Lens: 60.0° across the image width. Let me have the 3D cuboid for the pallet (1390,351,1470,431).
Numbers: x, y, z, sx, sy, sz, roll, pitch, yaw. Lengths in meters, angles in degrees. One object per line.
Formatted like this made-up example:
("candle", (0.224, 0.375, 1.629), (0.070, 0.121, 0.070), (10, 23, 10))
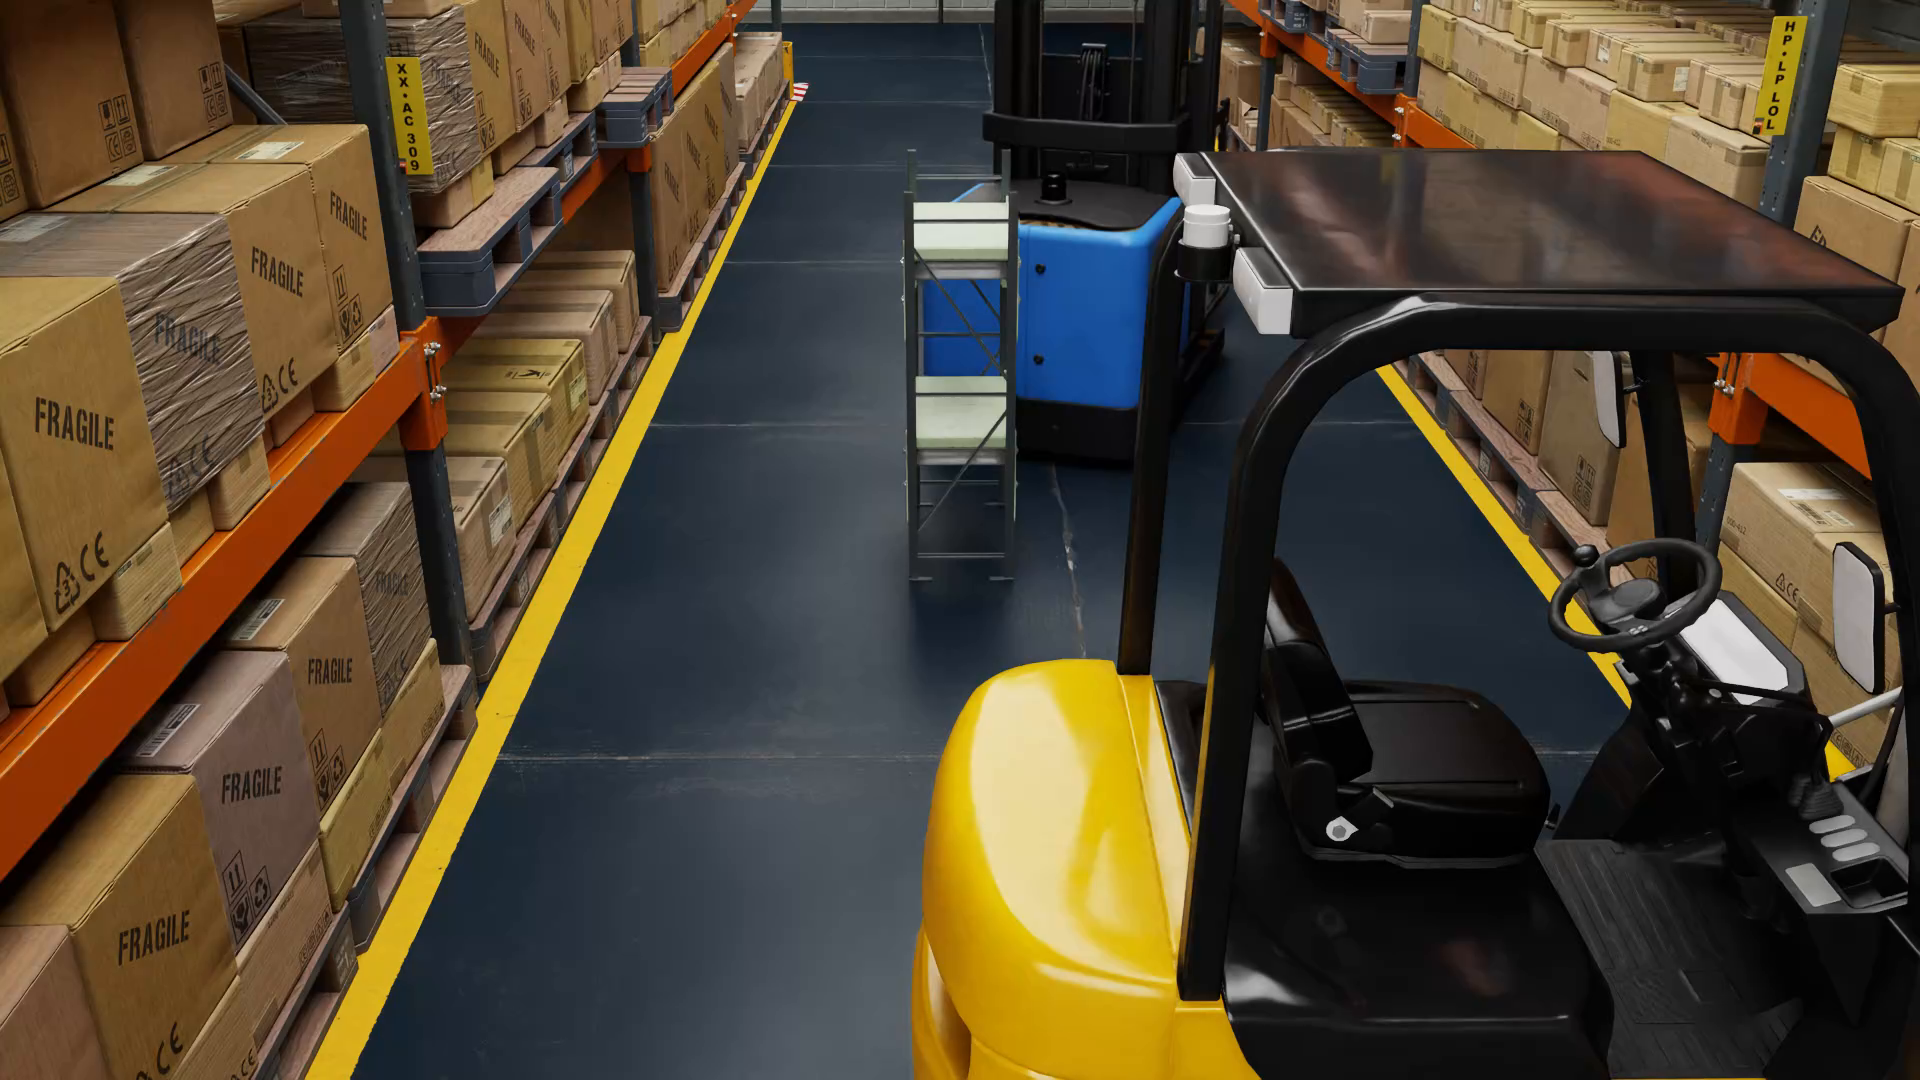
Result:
("pallet", (2.785, -0.862, 8.399), (1.003, 0.211, 1.213), (0, 24, -1))

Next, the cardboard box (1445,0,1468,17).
("cardboard box", (2.528, -2.570, 7.884), (0.380, 0.149, 0.250), (0, 24, 1))

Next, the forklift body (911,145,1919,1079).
("forklift body", (1.057, 0.438, 3.170), (2.313, 2.155, 1.214), (0, 24, -1))

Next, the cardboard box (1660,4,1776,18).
("cardboard box", (3.161, -2.154, 6.964), (0.380, 0.149, 0.250), (-1, 24, -1))

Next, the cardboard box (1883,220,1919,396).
("cardboard box", (2.624, -0.470, 4.028), (0.500, 0.500, 0.500), (0, 24, 0))

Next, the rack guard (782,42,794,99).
("rack guard", (-2.236, -4.615, 16.348), (1.175, 0.500, 0.348), (0, 24, -1))

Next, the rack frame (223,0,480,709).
("rack frame", (-2.105, -0.799, 4.878), (1.000, 3.000, 0.127), (0, 24, -1))

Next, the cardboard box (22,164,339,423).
("cardboard box", (-1.839, -0.586, 3.924), (0.500, 0.500, 0.500), (1, 24, 1))

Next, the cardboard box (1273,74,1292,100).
("cardboard box", (2.509, -3.319, 12.185), (0.380, 0.149, 0.250), (1, 24, 2))

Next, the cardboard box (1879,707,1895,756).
("cardboard box", (2.556, 0.626, 3.947), (0.500, 0.250, 0.500), (0, 24, -1))

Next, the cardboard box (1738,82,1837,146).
("cardboard box", (2.633, -1.304, 5.085), (0.380, 0.149, 0.250), (1, 24, 1))

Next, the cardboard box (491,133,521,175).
("cardboard box", (-1.829, -1.431, 6.069), (0.380, 0.149, 0.250), (0, 24, 0))

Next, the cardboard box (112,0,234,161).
("cardboard box", (-2.317, -1.254, 4.187), (0.700, 0.500, 0.500), (-1, 24, -1))

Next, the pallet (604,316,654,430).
("pallet", (-2.142, -0.855, 8.385), (1.003, 0.211, 1.213), (0, 24, -1))

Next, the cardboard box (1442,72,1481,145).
("cardboard box", (2.576, -2.012, 7.741), (0.500, 0.250, 0.500), (-1, 24, -2))

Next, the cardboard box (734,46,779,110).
("cardboard box", (-2.110, -4.120, 14.818), (0.875, 0.438, 0.875), (0, 24, 1))

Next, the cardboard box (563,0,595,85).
("cardboard box", (-1.842, -2.213, 7.011), (0.500, 0.500, 0.500), (-2, 24, -4))

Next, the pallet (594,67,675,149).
("pallet", (-2.034, -2.067, 7.913), (1.213, 0.211, 1.003), (0, 24, -1))

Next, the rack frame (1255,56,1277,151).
("rack frame", (2.771, -4.120, 12.219), (1.000, 3.000, 0.127), (0, 24, -1))

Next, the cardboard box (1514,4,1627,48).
("cardboard box", (2.548, -2.148, 6.951), (0.380, 0.149, 0.250), (0, 24, 1))

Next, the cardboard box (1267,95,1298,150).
("cardboard box", (2.551, -2.972, 12.205), (0.500, 0.500, 0.500), (1, 24, 2))

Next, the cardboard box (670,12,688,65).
("cardboard box", (-1.926, -3.010, 9.947), (0.500, 0.250, 0.500), (1, 24, 1))

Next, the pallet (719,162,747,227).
("pallet", (-2.108, -2.508, 12.039), (1.003, 0.211, 1.213), (0, 24, -1))

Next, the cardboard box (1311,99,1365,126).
("cardboard box", (2.585, -2.883, 11.222), (0.380, 0.149, 0.250), (0, 24, -1))

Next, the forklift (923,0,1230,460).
("forklift", (0.778, -2.270, 8.212), (1.130, 2.935, 3.031), (8, 26, 17))

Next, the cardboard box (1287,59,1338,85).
("cardboard box", (2.560, -3.347, 11.887), (0.380, 0.149, 0.250), (-1, 24, -3))

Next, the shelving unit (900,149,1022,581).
("shelving unit", (0.000, -0.681, 6.435), (0.431, 1.500, 0.755), (0, 24, -1))

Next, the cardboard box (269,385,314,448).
("cardboard box", (-1.862, -0.343, 4.174), (0.380, 0.149, 0.250), (0, 24, 0))

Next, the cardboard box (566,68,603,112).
("cardboard box", (-1.775, -1.960, 7.238), (0.380, 0.149, 0.250), (0, 24, 0))

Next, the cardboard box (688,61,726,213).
("cardboard box", (-2.088, -2.692, 11.131), (0.875, 0.875, 0.875), (0, 24, 1))

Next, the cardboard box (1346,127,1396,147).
("cardboard box", (2.603, -2.455, 10.274), (0.380, 0.149, 0.250), (-1, 24, -1))

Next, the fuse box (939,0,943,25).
("fuse box", (-0.219, -7.430, 21.101), (0.539, 1.711, 0.414), (0, 24, -1))

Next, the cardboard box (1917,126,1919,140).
("cardboard box", (2.676, -1.060, 4.184), (0.380, 0.149, 0.250), (0, 24, 0))

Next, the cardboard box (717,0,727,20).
("cardboard box", (-1.935, -3.844, 11.791), (0.500, 0.250, 0.500), (-1, 24, -2))

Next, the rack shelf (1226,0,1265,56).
("rack shelf", (2.749, -4.616, 14.190), (1.077, 0.370, 4.000), (0, 24, -1))

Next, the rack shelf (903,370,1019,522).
("rack shelf", (0.000, -0.384, 6.569), (0.431, 0.370, 0.720), (0, 24, -1))

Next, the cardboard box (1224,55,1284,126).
("cardboard box", (2.621, -3.788, 14.009), (0.700, 0.500, 0.500), (-1, 24, -3))

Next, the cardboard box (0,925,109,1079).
("cardboard box", (-1.805, 1.010, 2.794), (0.500, 0.500, 0.500), (-1, 24, -3))

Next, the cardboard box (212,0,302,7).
("cardboard box", (-2.346, -1.566, 5.580), (0.500, 0.500, 0.500), (0, 24, 0))

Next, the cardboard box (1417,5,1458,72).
("cardboard box", (2.550, -2.447, 8.096), (0.500, 0.250, 0.500), (0, 24, -1))

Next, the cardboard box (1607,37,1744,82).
("cardboard box", (2.586, -1.728, 6.021), (0.380, 0.149, 0.250), (-1, 24, -2))

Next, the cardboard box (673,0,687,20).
("cardboard box", (-1.905, -3.235, 9.839), (0.500, 0.250, 0.500), (0, 24, -1))

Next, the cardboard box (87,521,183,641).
("cardboard box", (-1.770, 0.076, 3.247), (0.380, 0.149, 0.250), (0, 24, 0))

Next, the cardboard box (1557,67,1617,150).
("cardboard box", (2.585, -1.607, 6.238), (0.500, 0.250, 0.500), (0, 24, 0))

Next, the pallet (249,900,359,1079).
("pallet", (-2.046, 1.252, 3.726), (1.003, 0.211, 1.213), (0, 24, -1))

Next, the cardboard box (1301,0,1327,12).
("cardboard box", (2.567, -3.620, 10.482), (0.700, 0.500, 0.500), (0, 24, -1))

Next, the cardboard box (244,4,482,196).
("cardboard box", (-1.823, -1.366, 5.139), (0.500, 0.500, 0.500), (0, 24, 1))

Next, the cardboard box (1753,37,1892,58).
("cardboard box", (3.116, -1.732, 6.031), (0.380, 0.149, 0.250), (0, 24, -1))

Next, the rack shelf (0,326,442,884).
("rack shelf", (-2.083, 0.352, 3.204), (1.077, 0.370, 4.000), (0, 24, -1))

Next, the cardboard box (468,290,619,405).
("cardboard box", (-2.136, -0.905, 7.790), (0.950, 0.372, 0.625), (-1, 24, -2))

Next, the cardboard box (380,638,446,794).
("cardboard box", (-1.830, 0.504, 4.822), (0.500, 0.250, 0.500), (1, 24, 2))

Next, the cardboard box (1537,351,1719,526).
("cardboard box", (2.841, -0.467, 6.516), (0.875, 0.625, 0.625), (0, 24, -1))

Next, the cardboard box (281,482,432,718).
("cardboard box", (-1.830, 0.163, 4.667), (0.500, 0.500, 0.500), (-1, 24, -1))
